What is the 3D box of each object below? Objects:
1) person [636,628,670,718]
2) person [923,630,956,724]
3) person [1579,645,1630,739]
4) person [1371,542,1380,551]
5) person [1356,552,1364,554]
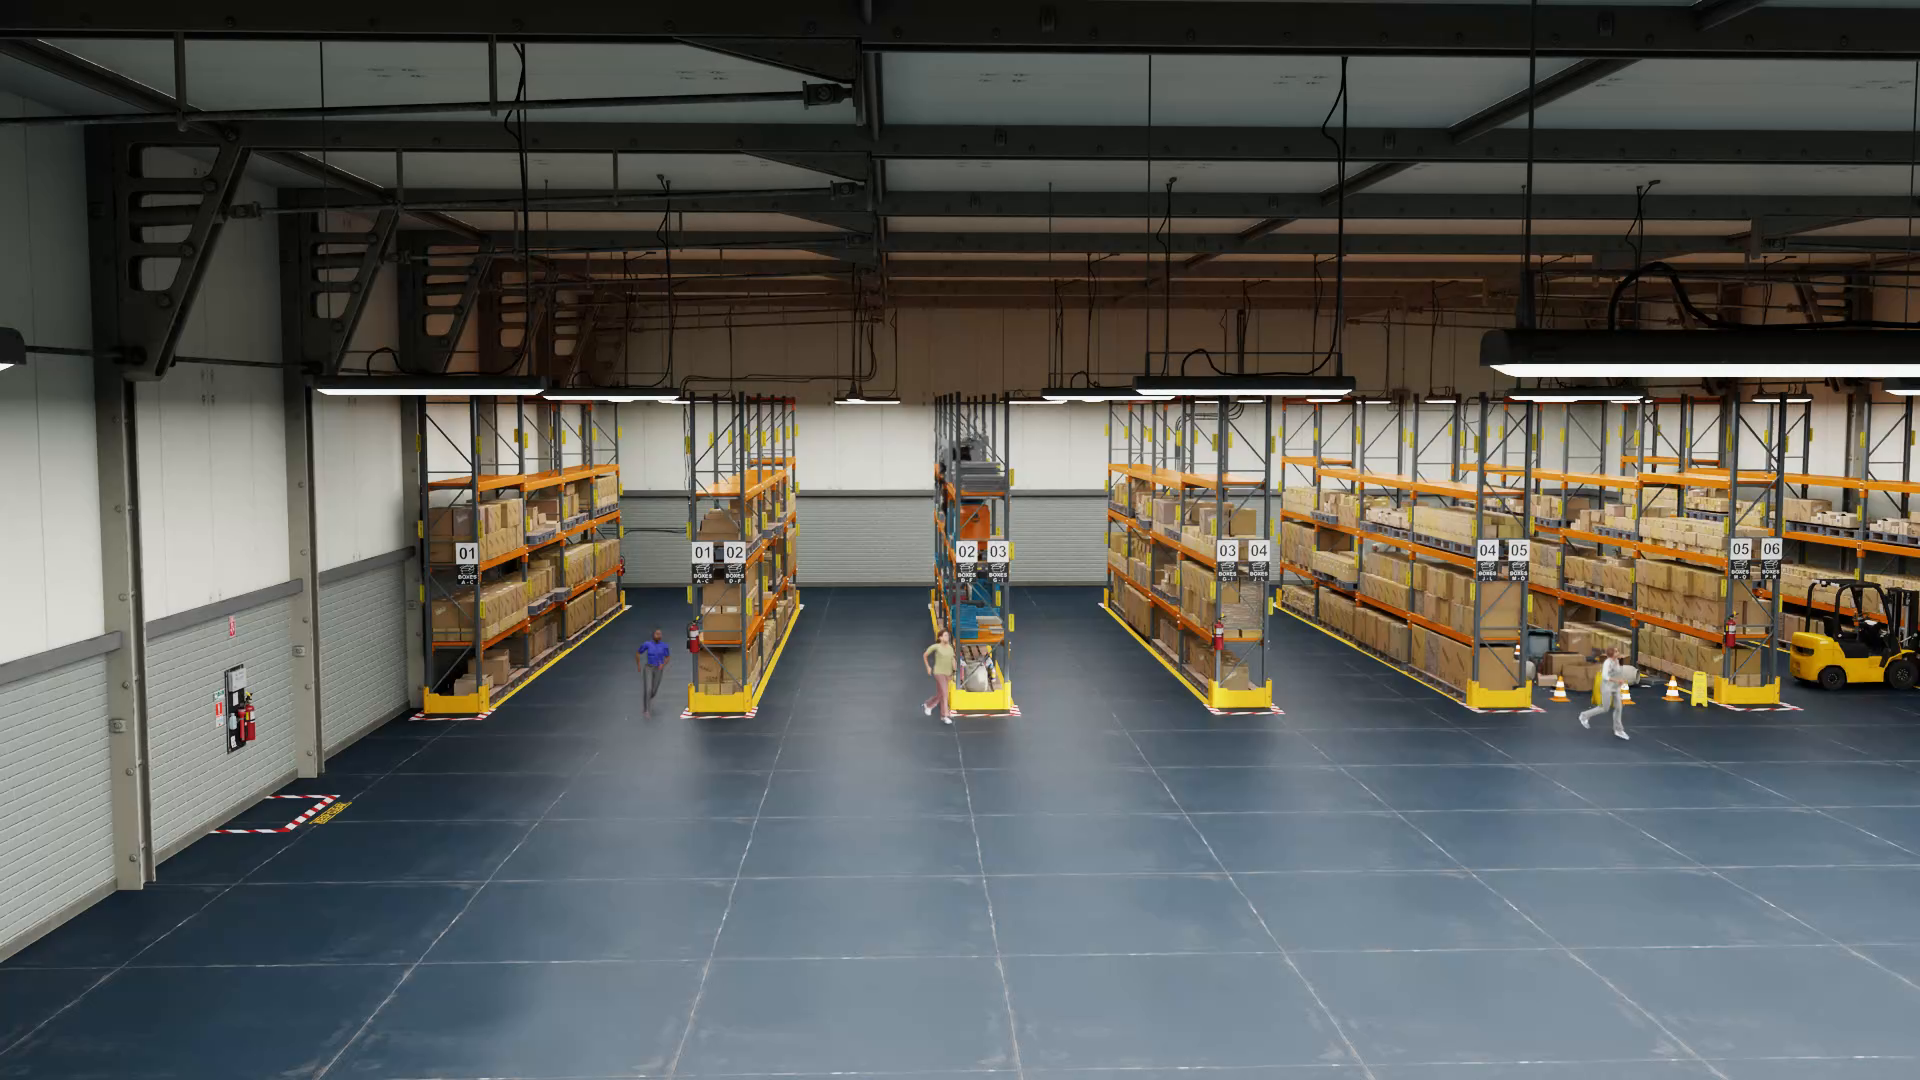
[{"bbox_3d":[-5.711,2.506,30.973,0.624,1.561,0.767,-2,5,-21],"label":"person"},{"bbox_3d":[-0.312,2.477,30.373,0.613,1.646,0.834,-4,6,-38],"label":"person"},{"bbox_3d":[11.256,2.618,28.927,0.550,1.599,0.859,-4,6,-43],"label":"person"},{"bbox_3d":[12.274,0.934,49.120,0.602,1.739,0.687,-1,5,-10],"label":"person"},{"bbox_3d":[11.333,1.088,47.252,0.662,1.728,0.581,-1,5,-15],"label":"person"}]
